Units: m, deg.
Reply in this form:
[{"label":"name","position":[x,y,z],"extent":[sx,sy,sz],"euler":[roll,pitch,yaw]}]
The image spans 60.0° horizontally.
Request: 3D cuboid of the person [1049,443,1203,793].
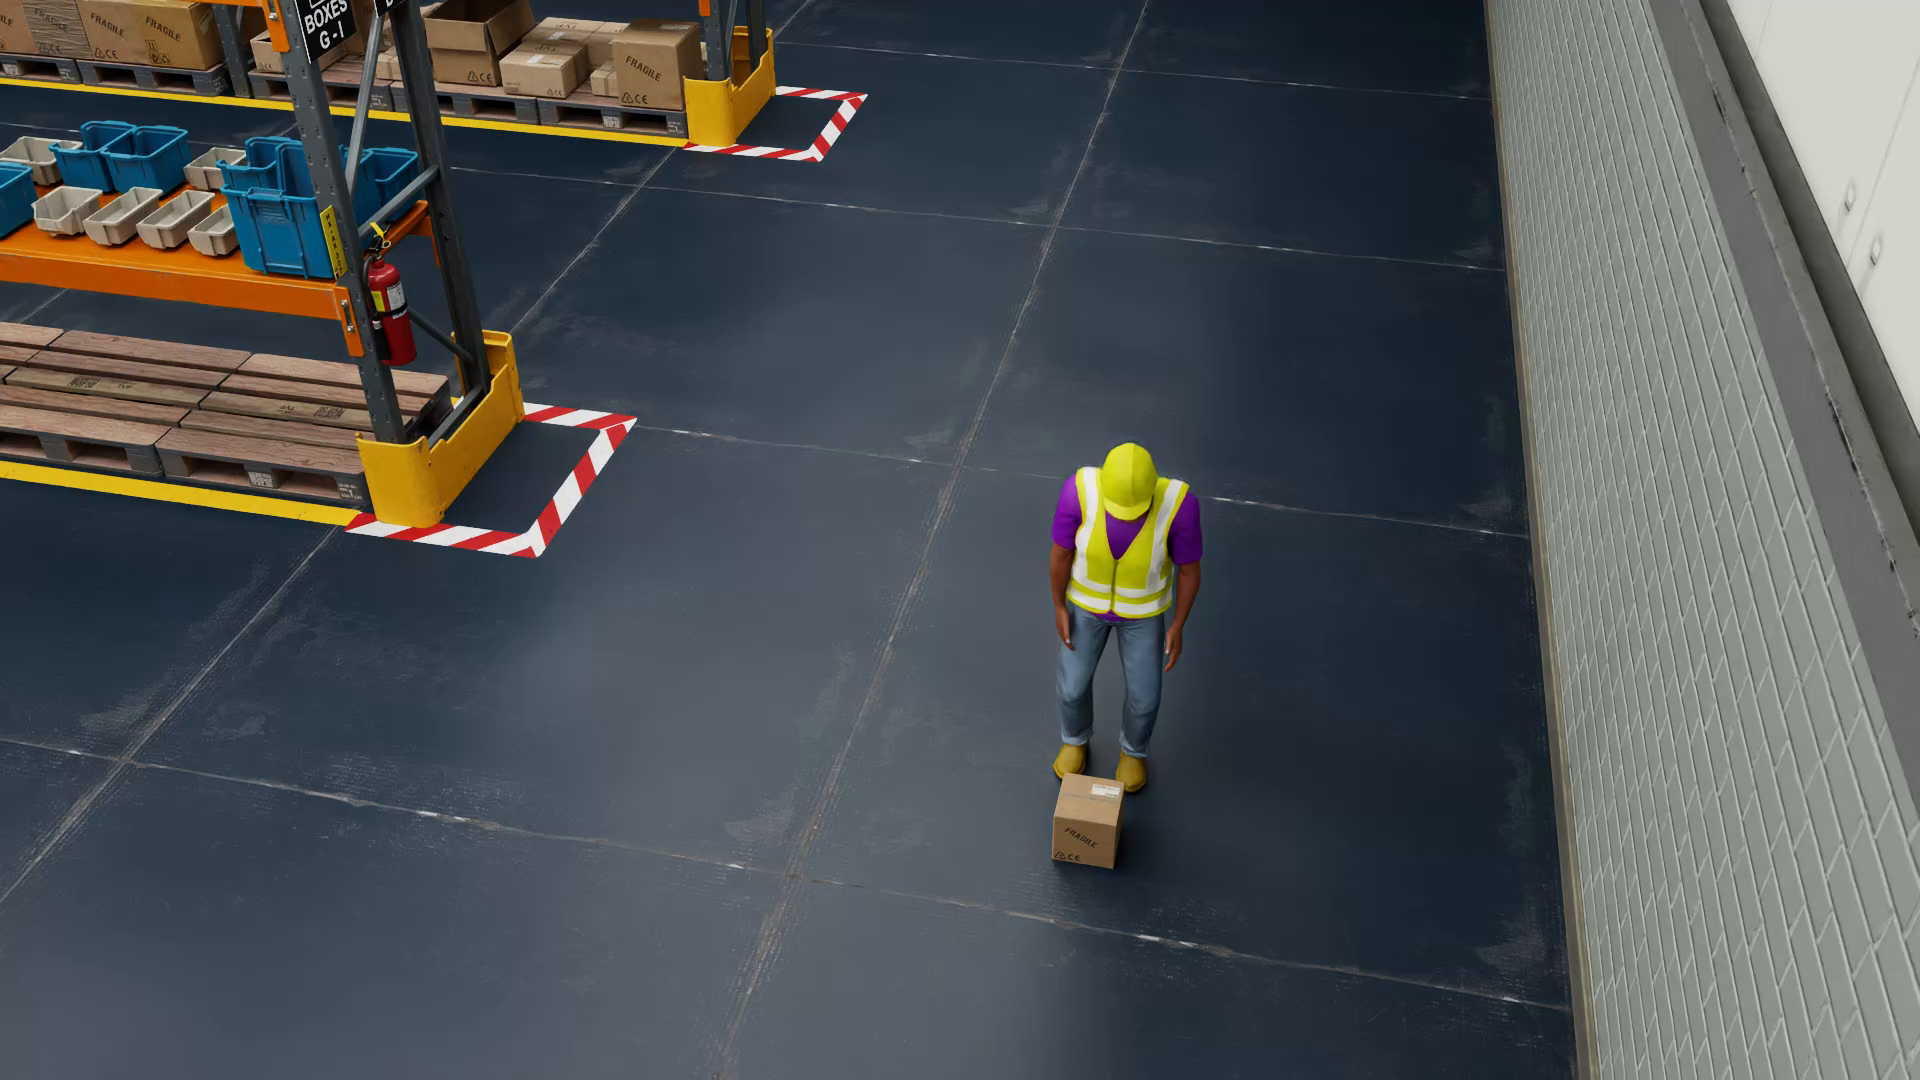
[{"label":"person","position":[0.641,0.286,6.619],"extent":[0.599,1.695,0.491],"euler":[8,37,11]}]
